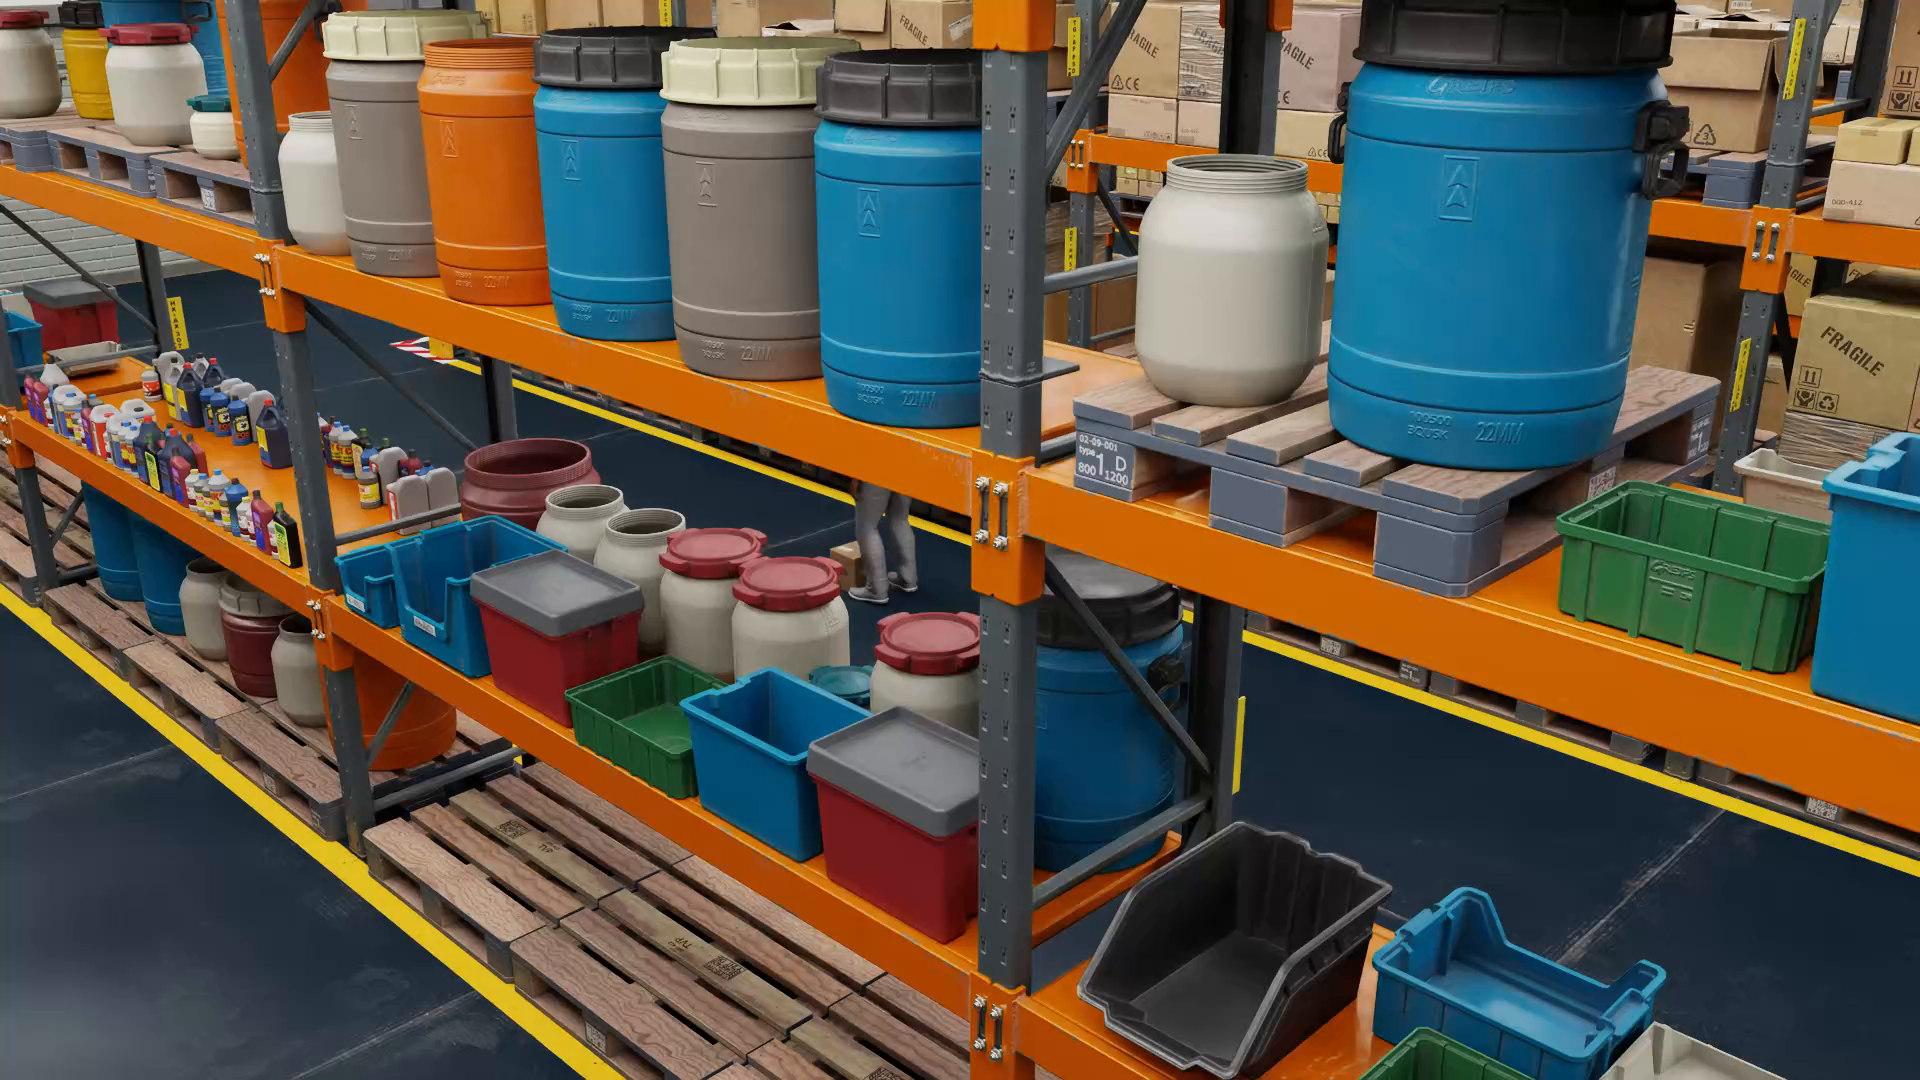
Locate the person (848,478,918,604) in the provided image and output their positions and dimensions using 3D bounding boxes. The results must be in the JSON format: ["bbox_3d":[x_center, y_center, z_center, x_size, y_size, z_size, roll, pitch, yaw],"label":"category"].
[{"bbox_3d":[-0.475,-0.426,10.207,0.397,1.658,0.527,17,27,38],"label":"person"}]
